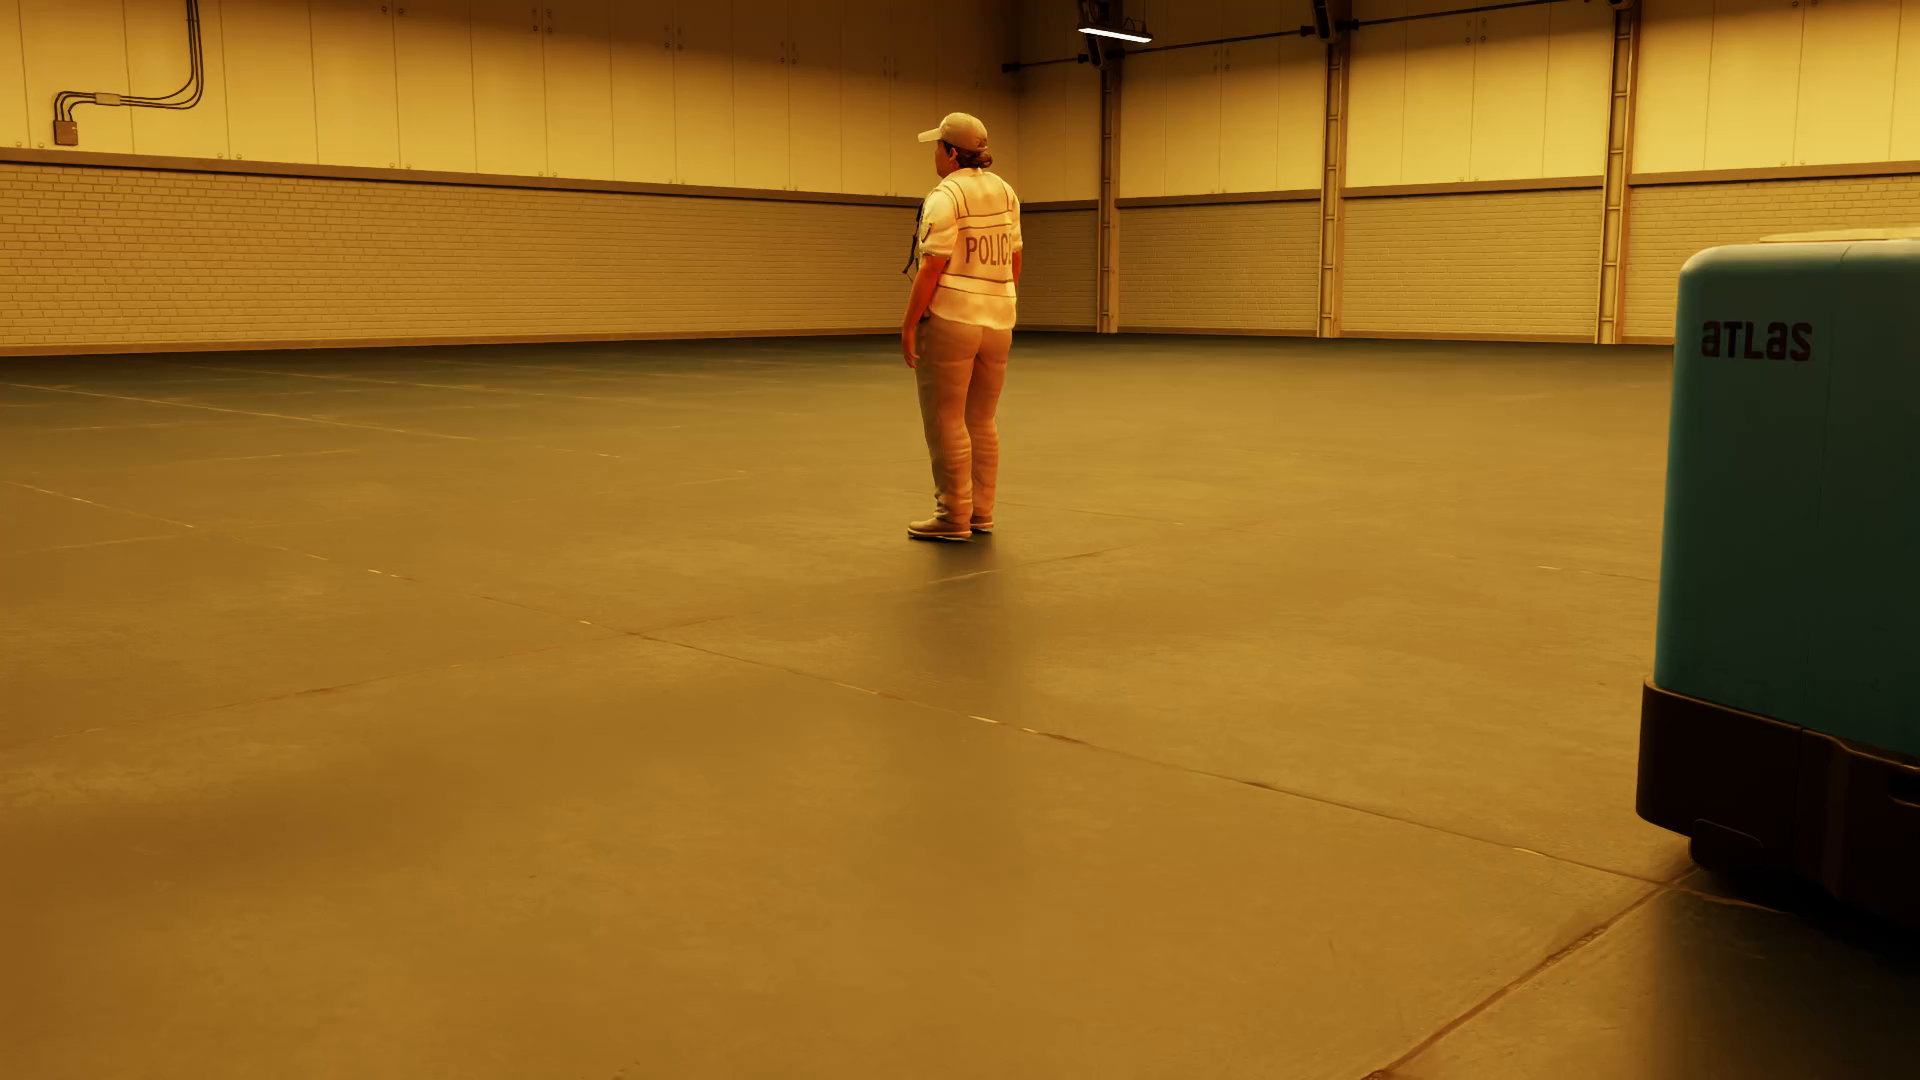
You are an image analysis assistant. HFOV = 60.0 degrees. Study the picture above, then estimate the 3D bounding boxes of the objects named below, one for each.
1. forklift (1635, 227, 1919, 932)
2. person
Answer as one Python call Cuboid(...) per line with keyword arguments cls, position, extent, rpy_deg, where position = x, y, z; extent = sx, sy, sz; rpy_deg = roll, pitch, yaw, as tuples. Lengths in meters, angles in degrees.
Cuboid(cls="forklift", position=(2.282, -0.720, 1.656), extent=(1.130, 2.935, 3.031), rpy_deg=(-4, 9, -24))
Cuboid(cls="person", position=(-0.039, -0.841, 6.661), extent=(0.529, 1.670, 0.598), rpy_deg=(8, 12, 43))
